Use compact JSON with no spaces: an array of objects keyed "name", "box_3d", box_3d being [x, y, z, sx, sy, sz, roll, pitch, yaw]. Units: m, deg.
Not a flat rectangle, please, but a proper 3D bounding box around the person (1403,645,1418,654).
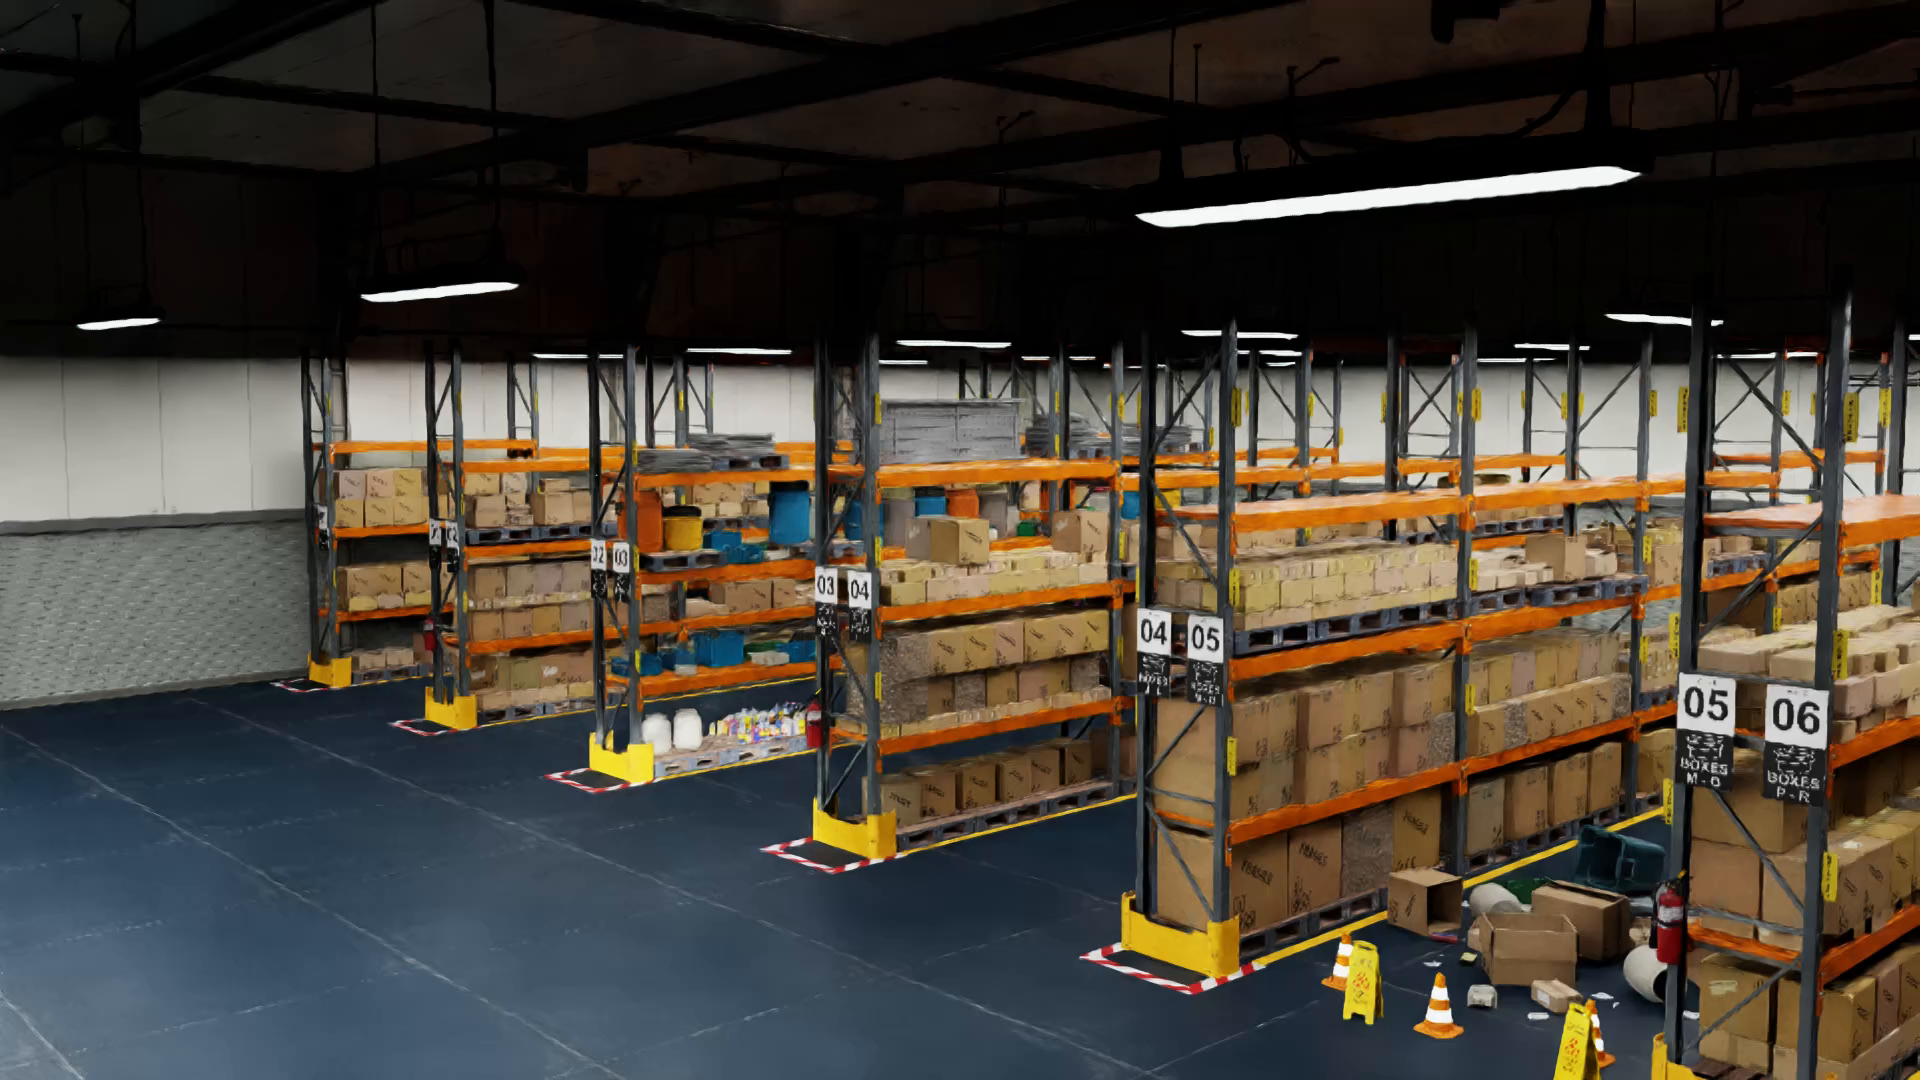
[{"name":"person","box_3d":[6.379,2.243,23.449,0.551,1.742,0.677,-5,7,-44]}]
